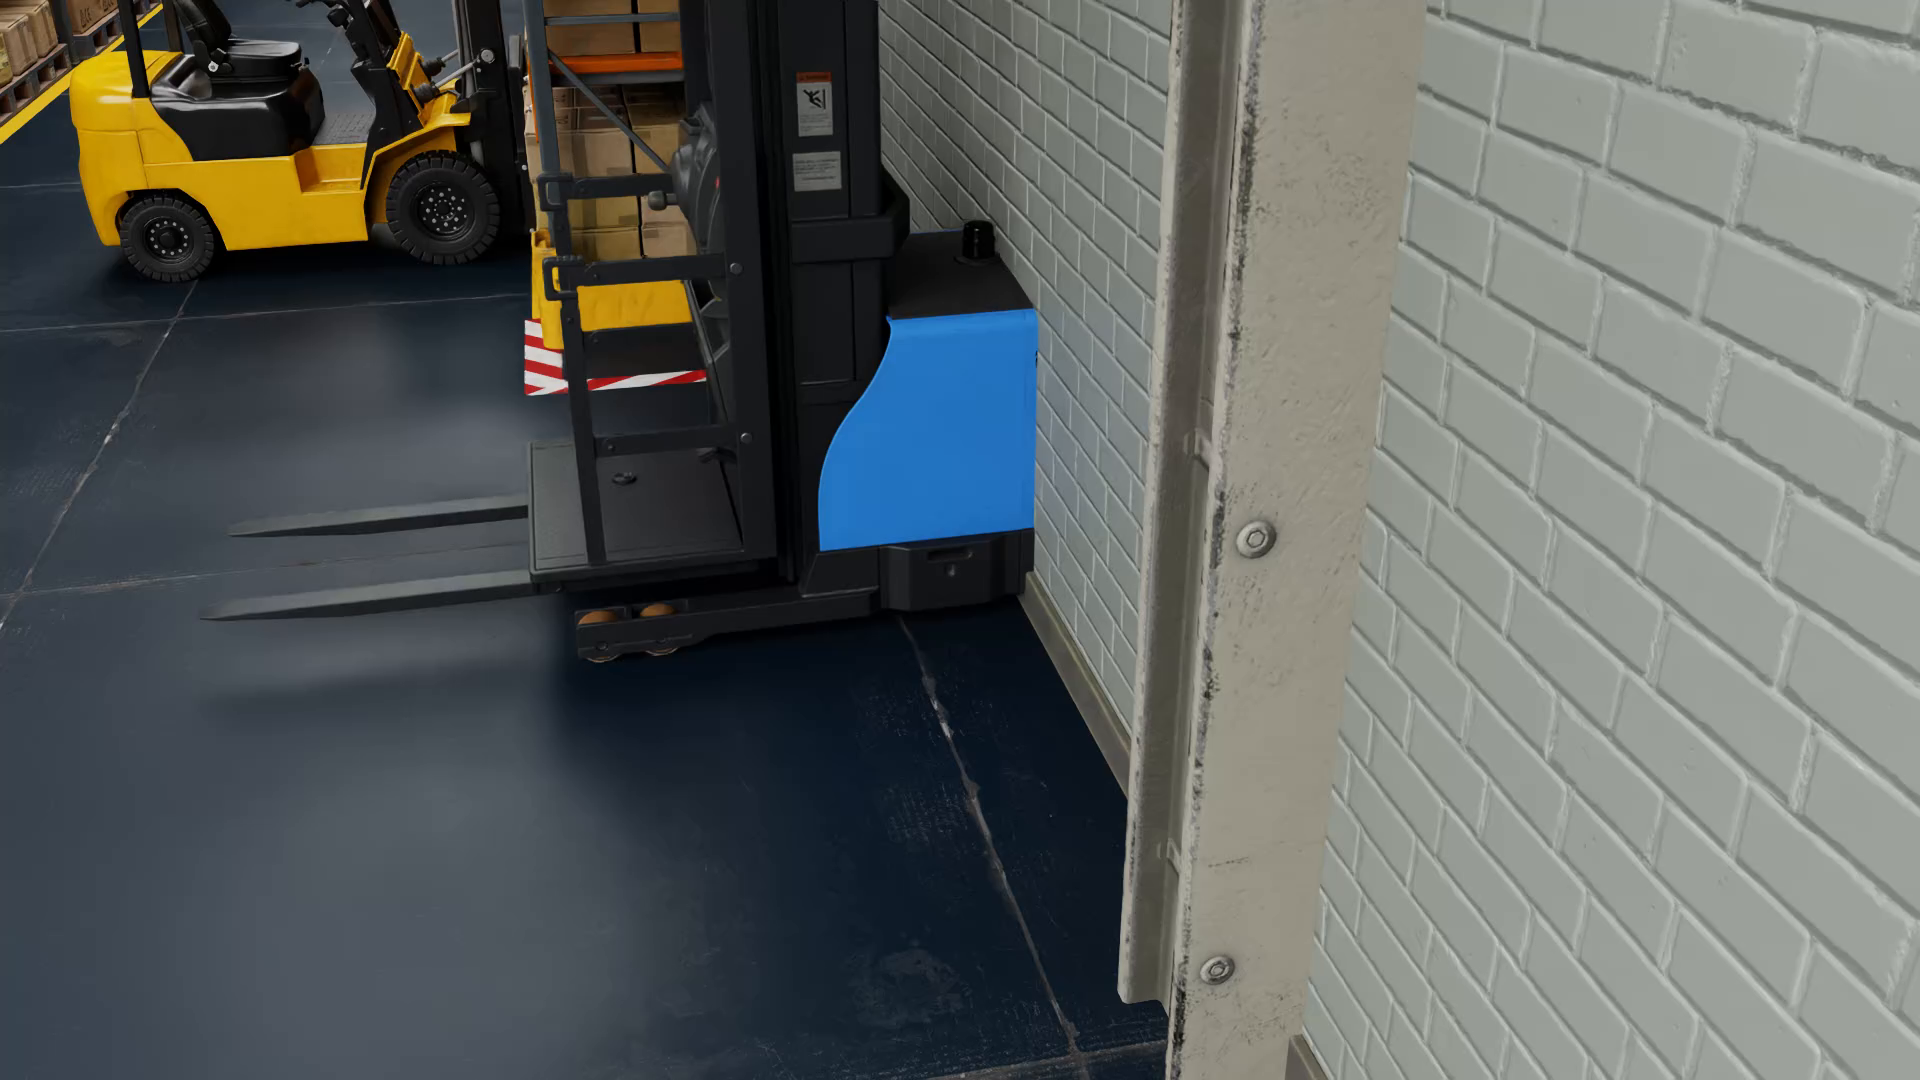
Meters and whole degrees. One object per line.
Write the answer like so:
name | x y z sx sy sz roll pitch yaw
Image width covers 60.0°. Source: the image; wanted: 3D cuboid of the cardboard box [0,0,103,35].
cardboard box | -8.208 -4.964 14.648 0.875 0.875 0.875 -6 27 -12

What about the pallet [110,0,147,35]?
pallet | -8.509 -5.057 16.034 1.003 0.211 1.213 -6 27 -12

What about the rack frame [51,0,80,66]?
rack frame | -8.133 -5.413 13.646 1.000 3.000 0.127 -6 27 -12

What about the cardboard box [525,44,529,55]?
cardboard box | -2.364 -2.882 10.107 0.500 0.250 0.500 -5 27 -10

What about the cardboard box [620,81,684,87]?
cardboard box | -1.637 -2.483 9.316 0.500 0.250 0.500 -6 27 -12

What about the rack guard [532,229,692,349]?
rack guard | -1.489 -1.280 8.232 1.175 0.500 0.348 -6 27 -12

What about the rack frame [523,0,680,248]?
rack frame | -1.495 -2.407 7.690 1.000 3.000 0.127 -6 27 -12

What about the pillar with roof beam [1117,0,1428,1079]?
pillar with roof beam | -3.616 -2.411 1.040 9.100 9.000 0.400 -6 27 -12

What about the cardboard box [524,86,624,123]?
cardboard box | -2.023 -2.207 8.770 0.500 0.250 0.500 -5 27 -11

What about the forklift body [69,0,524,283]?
forklift body | -3.700 -2.675 9.163 2.313 2.155 1.214 -6 27 -12

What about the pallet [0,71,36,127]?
pallet | -7.687 -3.291 12.535 1.003 0.211 1.213 -6 27 -12

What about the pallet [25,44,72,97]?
pallet | -7.958 -3.825 13.594 1.003 0.211 1.213 -6 27 -12

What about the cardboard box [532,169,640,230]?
cardboard box | -1.909 -1.772 8.462 0.500 0.250 0.500 -6 27 -12

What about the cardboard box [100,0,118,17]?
cardboard box | -8.405 -5.356 15.424 0.875 0.875 0.875 -6 27 -11

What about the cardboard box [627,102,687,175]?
cardboard box | -1.419 -2.043 8.445 0.500 0.250 0.500 -6 27 -12

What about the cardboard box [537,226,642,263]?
cardboard box | -1.909 -1.541 8.560 0.500 0.250 0.500 -6 27 -11

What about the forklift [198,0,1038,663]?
forklift | -1.021 -1.169 5.313 3.031 2.935 1.130 -6 27 -12

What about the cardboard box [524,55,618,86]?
cardboard box | -2.254 -2.651 9.649 0.500 0.250 0.500 -7 28 -13

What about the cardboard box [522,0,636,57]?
cardboard box | -1.862 -2.641 8.042 0.500 0.500 0.500 -7 28 -13

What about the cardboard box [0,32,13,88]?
cardboard box | -7.676 -3.522 12.349 0.950 0.372 0.625 -5 27 -10

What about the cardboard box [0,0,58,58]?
cardboard box | -8.015 -4.179 13.650 0.950 0.372 0.625 -8 28 -15

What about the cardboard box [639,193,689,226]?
cardboard box | -1.398 -1.818 8.553 0.500 0.250 0.500 -5 27 -11

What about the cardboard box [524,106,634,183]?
cardboard box | -1.902 -1.984 8.327 0.500 0.250 0.500 -5 27 -10

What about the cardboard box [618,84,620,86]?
cardboard box | -1.746 -2.709 9.764 0.500 0.250 0.500 -6 27 -13

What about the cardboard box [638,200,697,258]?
cardboard box | -1.415 -1.602 8.681 0.500 0.250 0.500 -6 27 -11

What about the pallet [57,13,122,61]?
pallet | -8.237 -4.522 14.975 1.003 0.211 1.213 -6 27 -12

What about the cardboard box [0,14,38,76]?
cardboard box | -7.841 -3.855 13.010 0.950 0.372 0.625 -6 27 -13

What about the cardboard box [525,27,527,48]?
cardboard box | -2.488 -3.100 10.538 0.500 0.250 0.500 -6 27 -12

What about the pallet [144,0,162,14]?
pallet | -8.787 -5.593 17.097 1.003 0.211 1.213 -6 27 -12

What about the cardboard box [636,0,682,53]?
cardboard box | -1.336 -2.697 8.154 0.500 0.500 0.500 -5 27 -10

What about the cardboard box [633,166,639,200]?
cardboard box | -1.522 -2.037 8.987 0.500 0.250 0.500 -6 27 -12

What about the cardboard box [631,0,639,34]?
cardboard box | -1.475 -2.924 8.603 0.500 0.500 0.500 -5 27 -10

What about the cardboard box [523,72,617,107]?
cardboard box | -2.147 -2.428 9.207 0.500 0.250 0.500 -6 27 -11

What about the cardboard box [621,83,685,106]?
cardboard box | -1.535 -2.262 8.879 0.500 0.250 0.500 -6 27 -12

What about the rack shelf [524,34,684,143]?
rack shelf | -1.946 -2.964 9.591 1.077 0.370 4.000 -6 27 -12
